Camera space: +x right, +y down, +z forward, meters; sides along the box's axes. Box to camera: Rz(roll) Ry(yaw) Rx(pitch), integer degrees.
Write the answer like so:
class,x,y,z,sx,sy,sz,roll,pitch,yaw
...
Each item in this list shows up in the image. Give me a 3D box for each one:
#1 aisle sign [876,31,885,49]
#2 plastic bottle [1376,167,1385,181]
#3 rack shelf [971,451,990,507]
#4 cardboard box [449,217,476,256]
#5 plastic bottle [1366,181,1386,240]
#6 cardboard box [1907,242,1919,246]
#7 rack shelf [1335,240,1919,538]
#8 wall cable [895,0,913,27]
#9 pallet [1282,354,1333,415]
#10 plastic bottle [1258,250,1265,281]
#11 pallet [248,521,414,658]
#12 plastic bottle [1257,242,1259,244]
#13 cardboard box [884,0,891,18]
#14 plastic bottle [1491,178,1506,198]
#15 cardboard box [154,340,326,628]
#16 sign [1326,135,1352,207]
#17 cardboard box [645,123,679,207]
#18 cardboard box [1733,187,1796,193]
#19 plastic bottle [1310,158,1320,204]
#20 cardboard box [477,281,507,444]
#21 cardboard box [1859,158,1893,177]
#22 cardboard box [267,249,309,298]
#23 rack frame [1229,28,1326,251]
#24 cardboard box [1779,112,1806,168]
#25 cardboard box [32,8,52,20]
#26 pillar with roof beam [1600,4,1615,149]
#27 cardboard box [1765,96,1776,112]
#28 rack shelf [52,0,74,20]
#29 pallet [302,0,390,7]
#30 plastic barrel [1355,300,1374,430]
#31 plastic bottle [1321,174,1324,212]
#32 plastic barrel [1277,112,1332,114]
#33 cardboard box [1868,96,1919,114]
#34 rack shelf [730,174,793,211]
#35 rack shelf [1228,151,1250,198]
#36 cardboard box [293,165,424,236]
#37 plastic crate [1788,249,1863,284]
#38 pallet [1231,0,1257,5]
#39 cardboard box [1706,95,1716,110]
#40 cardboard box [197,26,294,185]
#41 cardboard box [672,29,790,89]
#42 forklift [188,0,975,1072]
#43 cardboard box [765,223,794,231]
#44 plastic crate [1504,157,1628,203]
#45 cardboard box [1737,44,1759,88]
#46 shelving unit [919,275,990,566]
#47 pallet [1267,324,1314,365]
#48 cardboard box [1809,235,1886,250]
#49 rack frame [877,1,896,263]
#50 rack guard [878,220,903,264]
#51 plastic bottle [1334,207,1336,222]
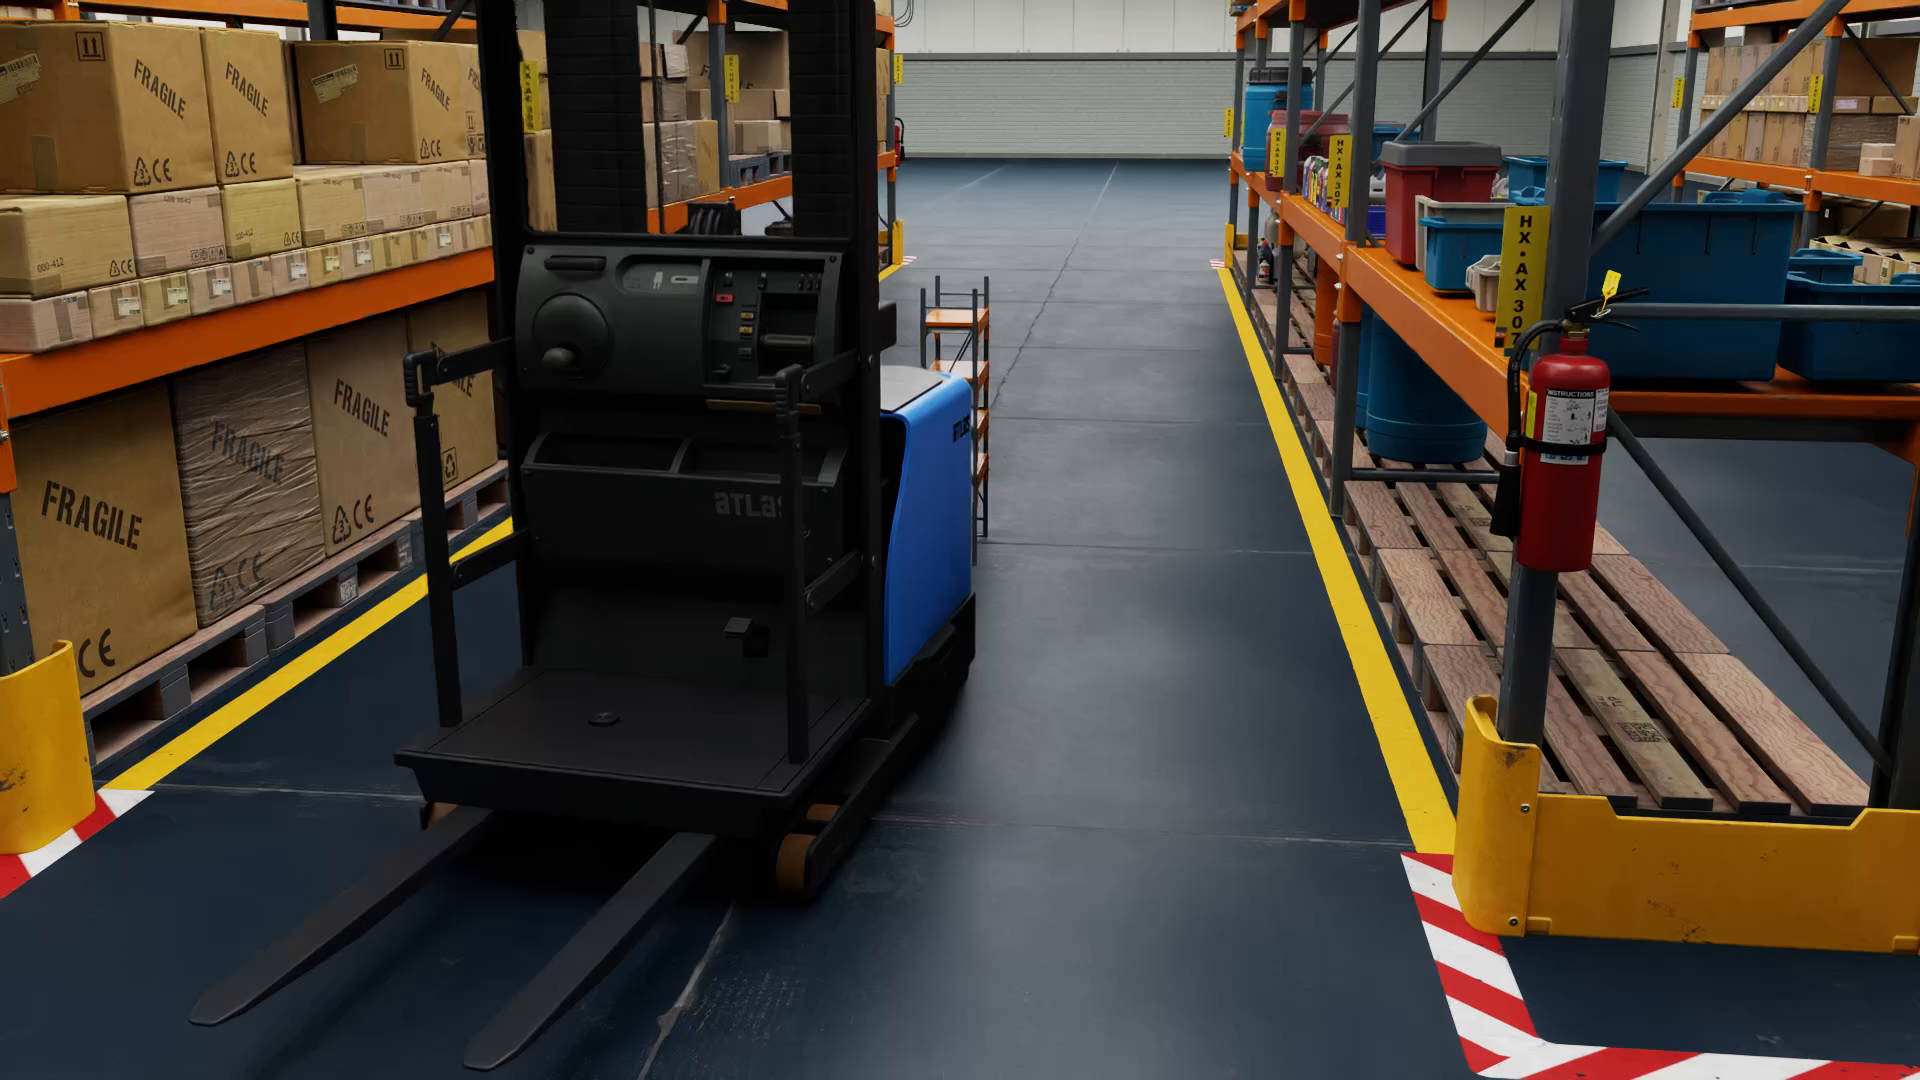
class,x,y,z,sx,sy,sz,roll,pitch,yaw
aisle sign,-0.965,-6.072,19.391,0.394,0.787,0.004,2,15,6
plastic bottle,2.240,-1.820,8.739,0.144,0.351,0.185,2,15,6
rack shelf,-0.019,-0.280,7.416,0.258,0.148,0.480,2,15,6
cardboard box,-2.391,-1.354,7.405,0.380,0.149,0.250,1,15,5
plastic bottle,2.021,-1.604,8.083,0.152,0.276,0.135,2,15,6
cardboard box,8.308,-2.377,14.096,0.500,0.311,0.500,2,15,8
rack shelf,2.072,-0.686,5.829,1.077,0.370,4.000,2,15,6
wall cable,-2.561,-17.853,49.931,2.305,6.003,0.169,2,15,6
pallet,2.701,-1.037,11.094,1.003,0.211,1.213,2,15,6
plastic bottle,2.927,-2.662,16.122,0.061,0.283,0.133,2,15,9
pallet,-2.923,0.161,6.663,1.003,0.211,1.213,2,15,6
plastic bottle,3.064,-2.931,17.138,0.097,0.271,0.097,0,15,0
cardboard box,-1.072,-6.053,18.841,0.500,0.250,0.500,2,15,8
plastic bottle,2.769,-1.695,8.423,0.152,0.276,0.135,2,15,6
cardboard box,-2.980,-0.242,6.075,0.875,0.875,0.875,2,15,6
sign,1.751,-1.702,7.679,0.100,0.325,0.005,2,15,6
cardboard box,-2.099,-2.384,10.541,0.500,0.500,0.500,1,15,4
cardboard box,8.808,-3.607,18.280,0.500,0.500,0.500,2,15,6
plastic bottle,2.266,-2.277,10.559,0.061,0.283,0.133,2,15,6
cardboard box,-2.572,-1.041,9.032,1.225,0.875,0.875,2,15,6
cardboard box,7.818,-3.135,13.989,0.380,0.149,0.250,2,15,6
cardboard box,-2.565,-0.955,5.928,0.380,0.149,0.250,2,15,6
rack frame,3.651,-4.664,19.164,1.000,3.000,0.127,2,15,6
cardboard box,8.218,-3.780,15.704,0.700,0.500,0.500,2,15,6
cardboard box,-10.938,-6.194,19.558,0.380,0.149,0.250,2,15,8
pillar with roof beam,13.383,-14.969,45.780,9.100,9.000,0.400,2,15,6
cardboard box,8.084,-4.247,16.188,0.380,0.149,0.250,2,15,8
rack shelf,-7.315,-3.489,10.451,1.077,0.370,4.000,2,15,6
pallet,-6.535,-5.562,16.908,1.003,0.211,1.213,2,15,6
plastic barrel,2.456,-1.066,9.072,0.600,0.901,0.708,2,15,6
plastic bottle,2.208,-2.095,9.911,0.097,0.271,0.097,0,15,0
plastic barrel,2.743,-3.148,13.297,0.433,0.535,0.433,0,15,0
cardboard box,8.344,-3.905,14.923,0.380,0.149,0.250,2,15,6
rack shelf,-1.947,-2.906,14.042,1.077,0.370,4.000,2,15,6
rack shelf,3.426,-3.798,17.339,1.077,0.370,4.000,2,15,6
cardboard box,-2.526,-1.380,6.736,0.500,0.250,0.500,2,15,7
plastic crate,2.275,-0.687,4.664,0.416,0.233,0.300,2,15,6
pallet,3.184,-5.173,15.663,1.213,0.211,1.003,2,15,6
cardboard box,8.287,-4.715,17.917,0.380,0.149,0.250,1,15,5
cardboard box,-2.644,-1.474,5.648,0.500,0.500,0.500,1,15,5
cardboard box,-1.950,-4.063,14.987,1.000,1.000,1.000,2,15,7
forklift,-0.819,-0.608,4.295,1.130,2.935,3.031,4,16,14
cardboard box,-1.636,-2.871,16.517,0.500,0.500,0.500,1,15,5
plastic crate,2.584,-1.442,7.163,0.392,0.384,0.575,2,15,6
cardboard box,8.391,-4.790,16.953,0.700,0.500,0.500,2,15,6
shelving unit,-0.019,-0.536,7.347,0.258,1.200,0.503,2,15,6
pallet,2.875,-1.443,12.593,1.003,0.211,1.213,2,15,6
cardboard box,7.827,-2.526,14.646,0.500,0.311,0.500,2,15,6
rack frame,-1.270,-4.810,19.703,1.000,3.000,0.127,2,15,6
rack guard,-1.278,-3.583,19.957,1.175,0.500,0.348,2,15,6
plastic bottle,2.120,-1.859,9.170,0.097,0.201,0.097,0,15,0
